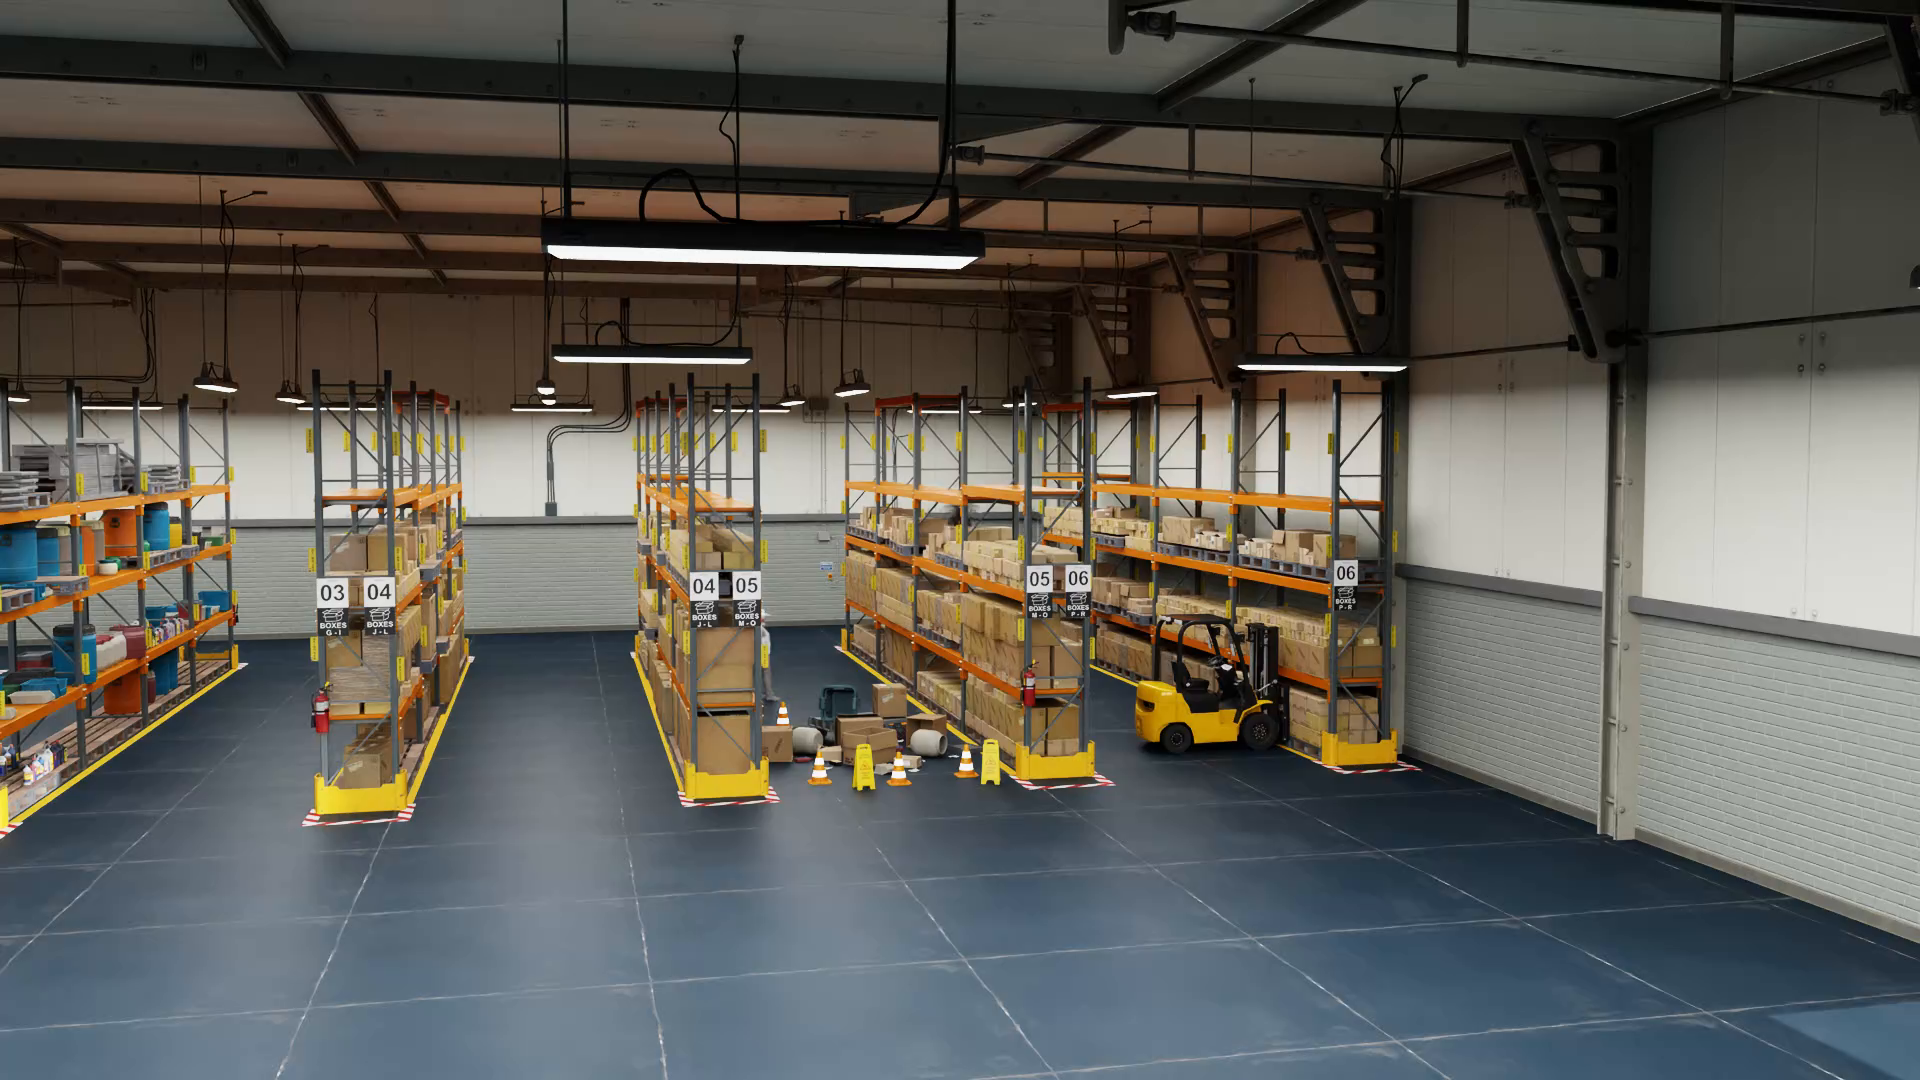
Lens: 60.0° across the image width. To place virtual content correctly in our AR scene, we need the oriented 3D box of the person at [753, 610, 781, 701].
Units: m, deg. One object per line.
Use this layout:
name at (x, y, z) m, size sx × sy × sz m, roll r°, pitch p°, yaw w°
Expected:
person at (-3.815, 2.244, 32.560) m, size 0.549 × 1.785 × 0.596 m, roll -1°, pitch 3°, yaw -19°
